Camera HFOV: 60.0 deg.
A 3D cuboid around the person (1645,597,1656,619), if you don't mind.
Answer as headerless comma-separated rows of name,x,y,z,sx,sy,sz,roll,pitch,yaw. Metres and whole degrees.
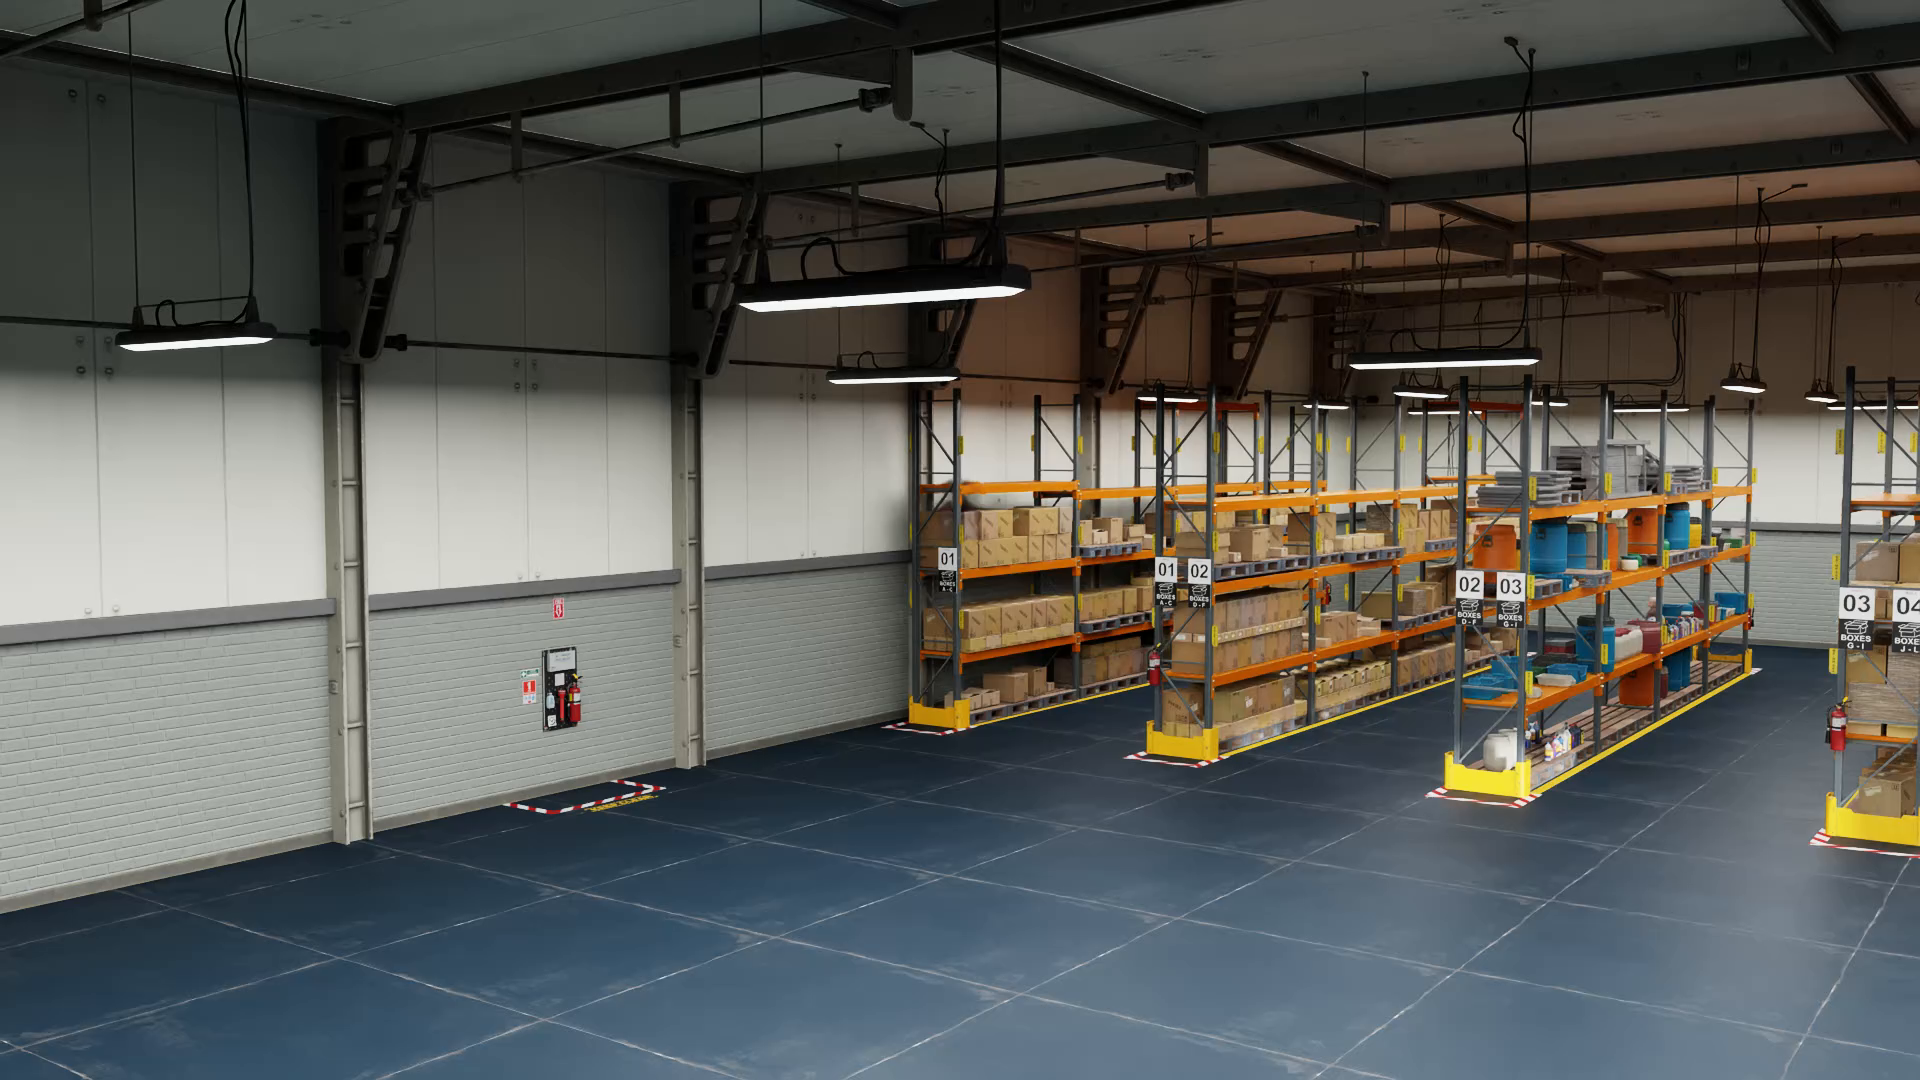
person,14.658,2.090,35.575,0.678,1.777,0.619,2,4,30
